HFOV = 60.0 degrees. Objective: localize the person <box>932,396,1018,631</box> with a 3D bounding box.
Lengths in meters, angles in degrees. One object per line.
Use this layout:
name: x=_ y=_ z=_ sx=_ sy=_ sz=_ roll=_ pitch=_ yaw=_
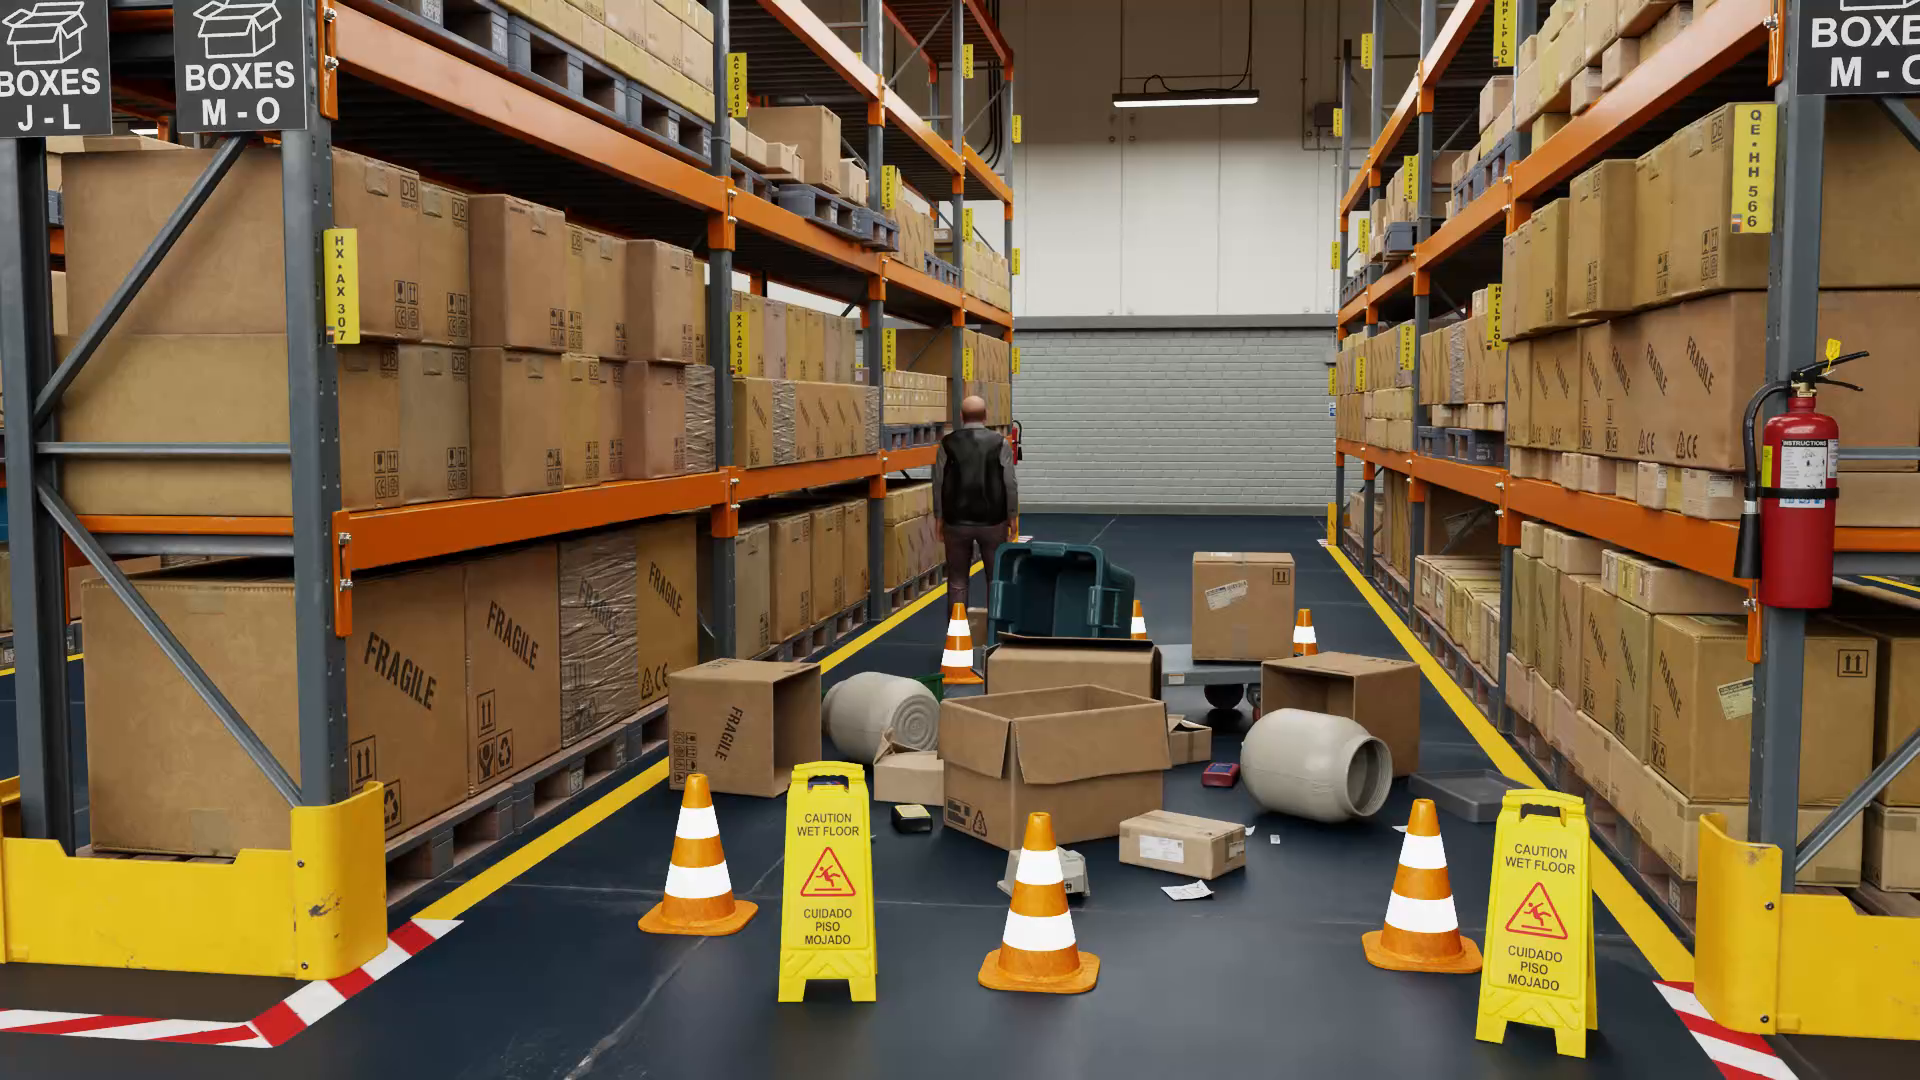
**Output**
person: x=0.100 y=-0.131 z=11.120 sx=0.576 sy=1.663 sz=0.410 roll=0 pitch=4 yaw=6
